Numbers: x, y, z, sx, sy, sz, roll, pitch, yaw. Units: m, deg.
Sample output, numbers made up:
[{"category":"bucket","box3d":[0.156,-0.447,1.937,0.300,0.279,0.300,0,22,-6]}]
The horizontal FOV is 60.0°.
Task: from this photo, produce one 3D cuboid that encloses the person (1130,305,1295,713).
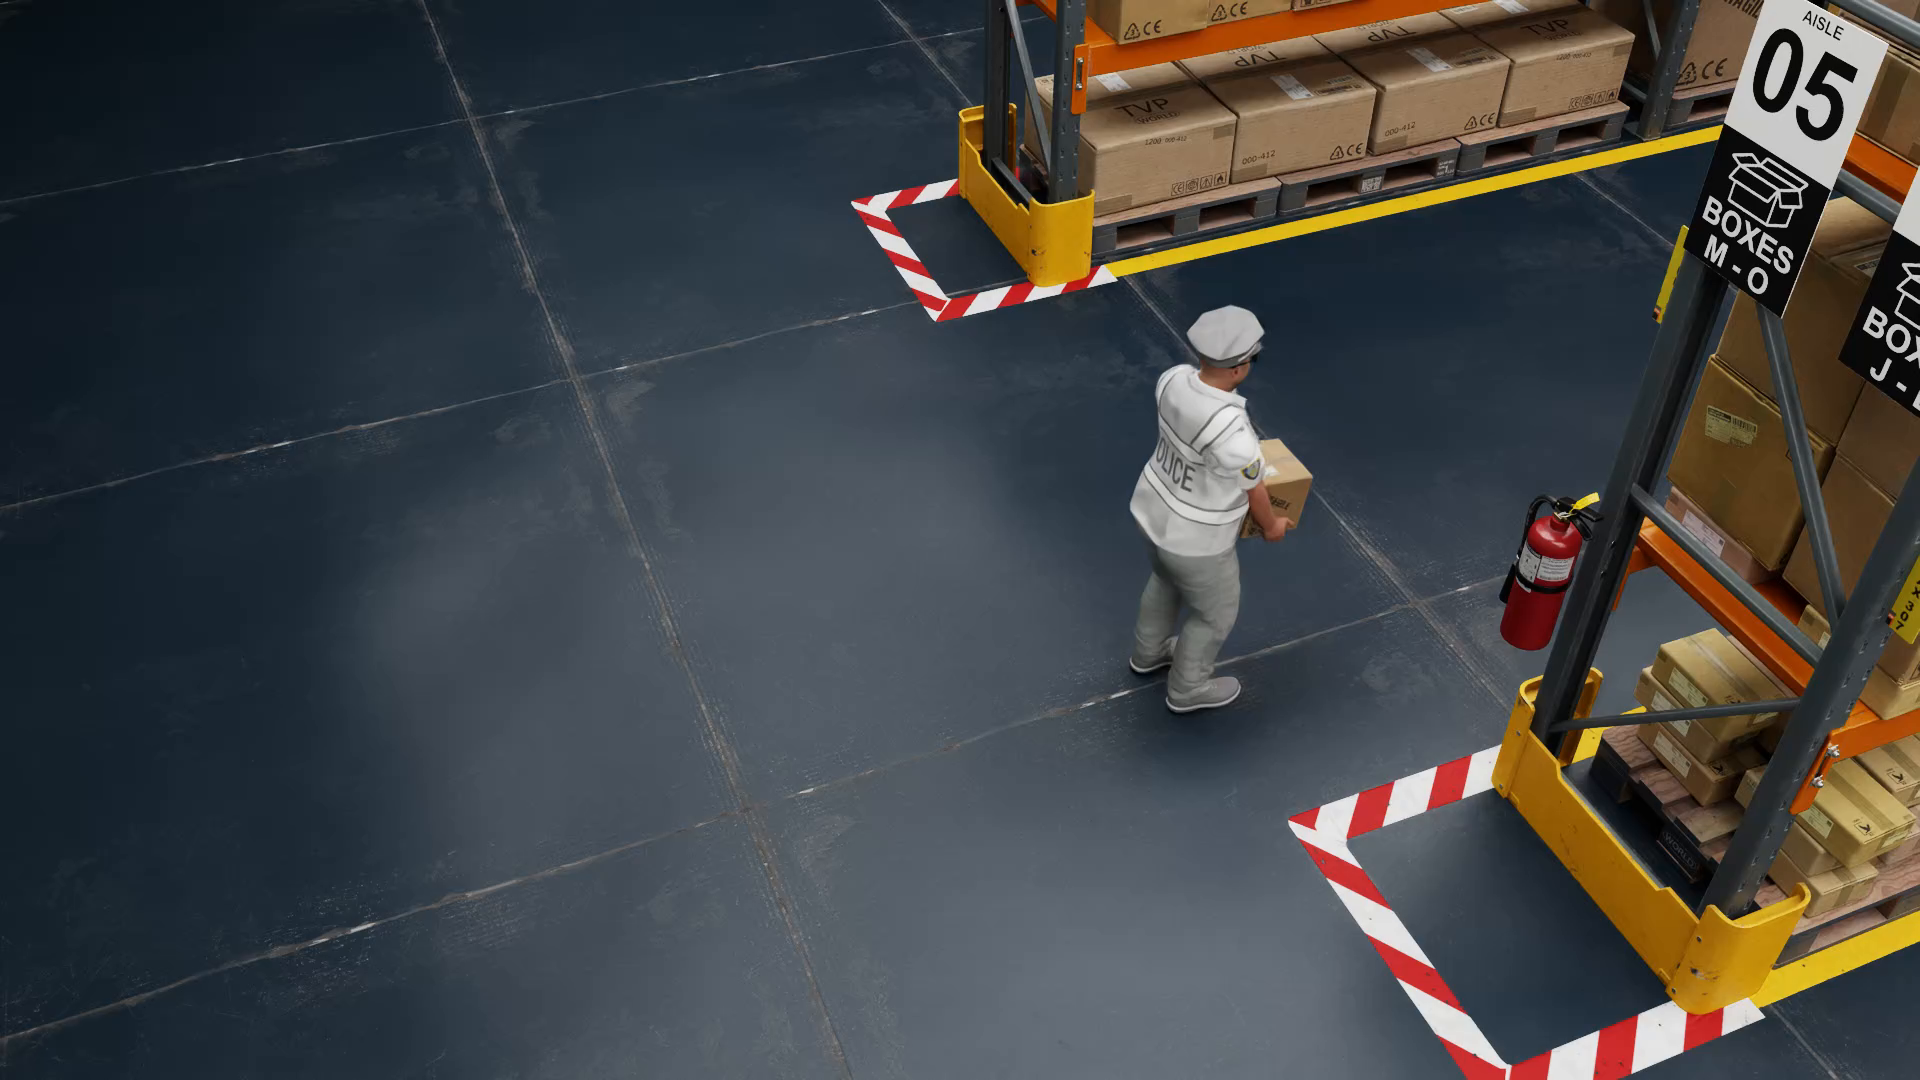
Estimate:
[{"category":"person","box3d":[0.936,-0.097,6.265,0.581,1.759,0.489,-16,44,-17]}]
